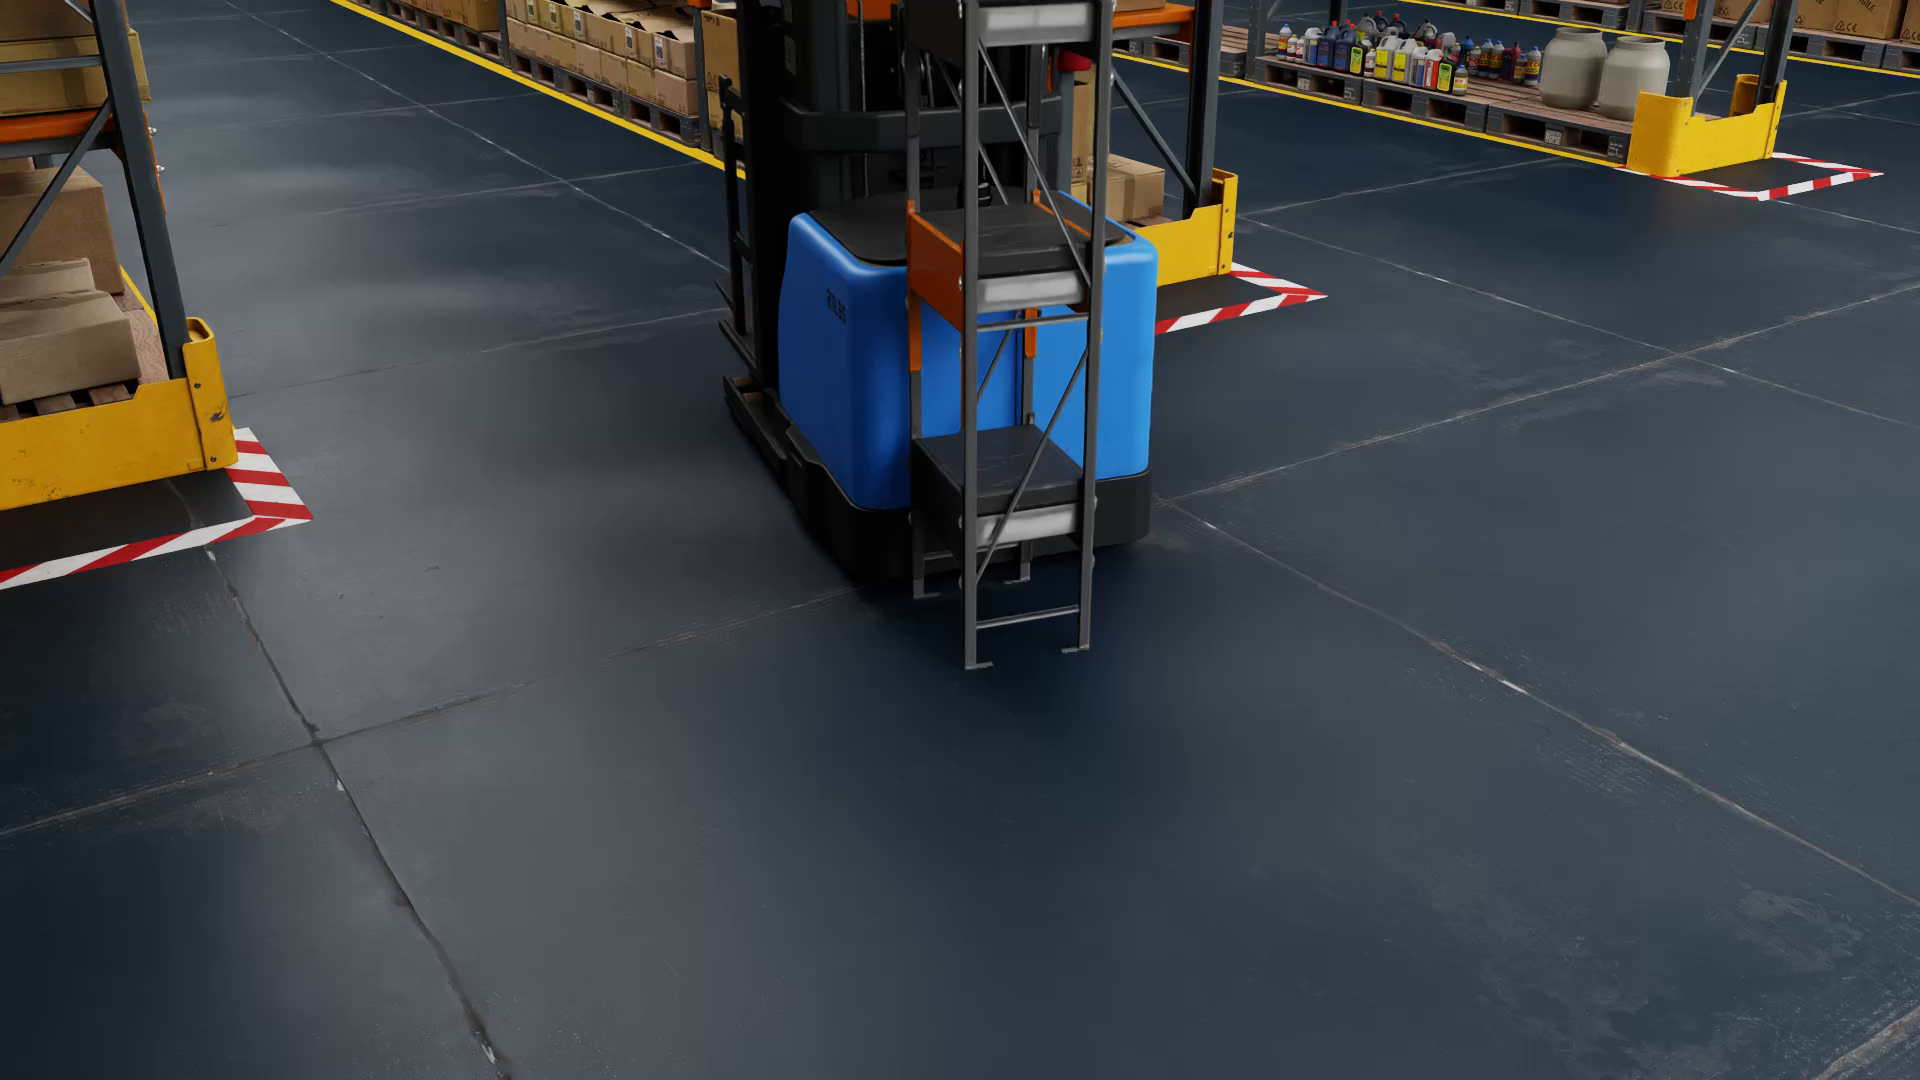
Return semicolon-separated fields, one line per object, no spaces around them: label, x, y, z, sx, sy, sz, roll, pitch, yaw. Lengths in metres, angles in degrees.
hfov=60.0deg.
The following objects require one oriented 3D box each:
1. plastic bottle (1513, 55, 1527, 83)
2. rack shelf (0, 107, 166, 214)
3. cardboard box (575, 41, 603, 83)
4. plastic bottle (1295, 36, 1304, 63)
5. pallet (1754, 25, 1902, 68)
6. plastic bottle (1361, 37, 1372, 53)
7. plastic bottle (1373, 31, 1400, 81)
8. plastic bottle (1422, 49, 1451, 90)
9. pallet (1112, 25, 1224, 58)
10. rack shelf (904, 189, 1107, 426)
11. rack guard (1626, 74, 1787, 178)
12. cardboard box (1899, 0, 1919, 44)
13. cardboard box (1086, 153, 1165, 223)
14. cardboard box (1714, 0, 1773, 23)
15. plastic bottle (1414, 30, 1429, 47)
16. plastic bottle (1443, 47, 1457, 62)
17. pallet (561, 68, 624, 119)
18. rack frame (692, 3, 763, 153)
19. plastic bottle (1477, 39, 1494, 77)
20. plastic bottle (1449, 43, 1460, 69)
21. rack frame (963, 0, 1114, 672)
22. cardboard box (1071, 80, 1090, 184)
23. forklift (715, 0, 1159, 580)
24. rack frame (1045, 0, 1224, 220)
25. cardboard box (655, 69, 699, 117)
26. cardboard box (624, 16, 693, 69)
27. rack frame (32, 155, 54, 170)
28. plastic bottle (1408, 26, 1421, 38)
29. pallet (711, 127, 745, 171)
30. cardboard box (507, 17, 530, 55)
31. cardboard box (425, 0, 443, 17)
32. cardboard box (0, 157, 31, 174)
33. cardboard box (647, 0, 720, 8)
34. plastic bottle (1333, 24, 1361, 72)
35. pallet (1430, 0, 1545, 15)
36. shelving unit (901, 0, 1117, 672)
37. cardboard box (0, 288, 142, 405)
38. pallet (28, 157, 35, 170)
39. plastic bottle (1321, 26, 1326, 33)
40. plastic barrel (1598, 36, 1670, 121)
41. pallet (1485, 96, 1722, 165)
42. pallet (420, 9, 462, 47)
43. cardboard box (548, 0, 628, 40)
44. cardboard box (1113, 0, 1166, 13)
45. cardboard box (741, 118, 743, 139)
plastic bottle;4.223;-3.547;12.512;0.097;0.201;0.097;0;25;0
rack shelf;-4.384;-1.936;7.181;1.077;0.370;4.000;-16;29;-30
cardboard box;-2.628;-3.707;12.817;0.500;0.250;0.500;-15;29;-29
plastic bottle;2.742;-3.930;13.325;0.097;0.201;0.097;0;25;0
pallet;8.041;-4.510;15.057;1.003;0.211;1.213;-16;29;-30
plastic bottle;3.132;-3.754;12.869;0.097;0.271;0.097;0;25;0
plastic bottle;3.252;-3.682;12.623;0.144;0.351;0.185;-16;30;-30
plastic bottle;3.523;-3.474;12.270;0.152;0.276;0.135;-15;29;-29
pallet;1.693;-4.733;15.530;1.003;0.211;1.213;-16;29;-30
rack shelf;0.119;-0.676;4.754;0.431;0.518;0.480;-9;27;-18
rack guard;4.927;-2.741;10.971;1.175;0.500;0.348;-16;29;-30
cardboard box;8.476;-4.502;14.209;0.500;0.500;0.500;-8;26;-16
cardboard box;0.749;-1.892;8.974;0.500;0.250;0.500;-16;29;-30
cardboard box;7.478;-5.144;15.569;0.500;0.500;0.500;-6;26;-13
plastic bottle;3.627;-3.876;13.113;0.061;0.283;0.133;-16;29;-30
plastic bottle;3.612;-3.502;12.321;0.061;0.283;0.133;-16;29;-30
pallet;-2.433;-3.563;13.050;1.003;0.211;1.213;-16;29;-30
rack frame;-1.328;-4.133;10.991;1.000;3.000;0.127;-16;29;-30
plastic bottle;4.038;-3.700;12.754;0.097;0.271;0.097;0;25;0
plastic bottle;3.871;-3.777;13.000;0.097;0.201;0.097;0;25;0
rack frame;0.201;-0.590;4.540;0.400;2.100;0.015;-9;27;-18
cardboard box;0.314;-2.110;8.557;0.500;0.500;0.500;-16;29;-30
forklift;-0.328;-1.803;6.135;1.130;2.935;3.031;-9;27;-18
rack frame;0.856;-2.702;7.960;1.000;3.000;0.127;-16;29;-30
cardboard box;-1.797;-3.160;11.659;0.500;0.250;0.500;-16;30;-30
cardboard box;-2.078;-3.596;11.925;0.500;0.311;0.500;-15;29;-28
rack frame;-5.476;-2.977;8.543;1.000;3.000;0.127;-16;29;-30
plastic bottle;3.646;-3.976;13.325;0.061;0.283;0.133;-13;28;-26
pallet;-0.929;-2.578;10.963;1.003;0.211;1.213;-16;29;-30
cardboard box;-3.472;-4.254;13.977;0.500;0.250;0.500;-16;29;-30
cardboard box;-4.793;-5.283;15.841;0.500;0.500;0.500;-17;30;-31
cardboard box;-4.876;-1.684;8.216;0.500;0.500;0.500;-18;31;-33
cardboard box;-2.185;-4.088;12.969;0.500;0.311;0.500;-15;29;-28
plastic bottle;3.020;-3.834;12.945;0.144;0.351;0.185;-17;30;-32
pallet;5.878;-5.894;17.988;1.003;0.211;1.213;-16;29;-30
shelving unit;0.119;-0.688;4.748;0.431;2.100;0.503;-9;27;-18
cardboard box;-3.595;-0.798;6.561;0.500;0.311;0.500;-19;32;-35
pallet;-5.903;-1.994;9.727;1.003;0.211;1.213;-16;29;-30
plastic bottle;2.919;-3.956;13.283;0.061;0.283;0.133;-16;29;-30
plastic barrel;4.585;-3.138;11.305;0.421;0.512;0.421;0;25;0
pallet;4.488;-2.902;11.650;1.003;0.211;1.213;-16;29;-30
pallet;-4.549;-5.014;16.125;1.003;0.211;1.213;-16;29;-30
cardboard box;-2.901;-4.139;13.076;0.500;0.311;0.500;-16;30;-31
cardboard box;0.612;-2.917;8.299;0.700;0.500;0.500;-16;29;-30
cardboard box;-1.060;-2.663;10.606;0.500;0.250;0.500;-16;29;-30
